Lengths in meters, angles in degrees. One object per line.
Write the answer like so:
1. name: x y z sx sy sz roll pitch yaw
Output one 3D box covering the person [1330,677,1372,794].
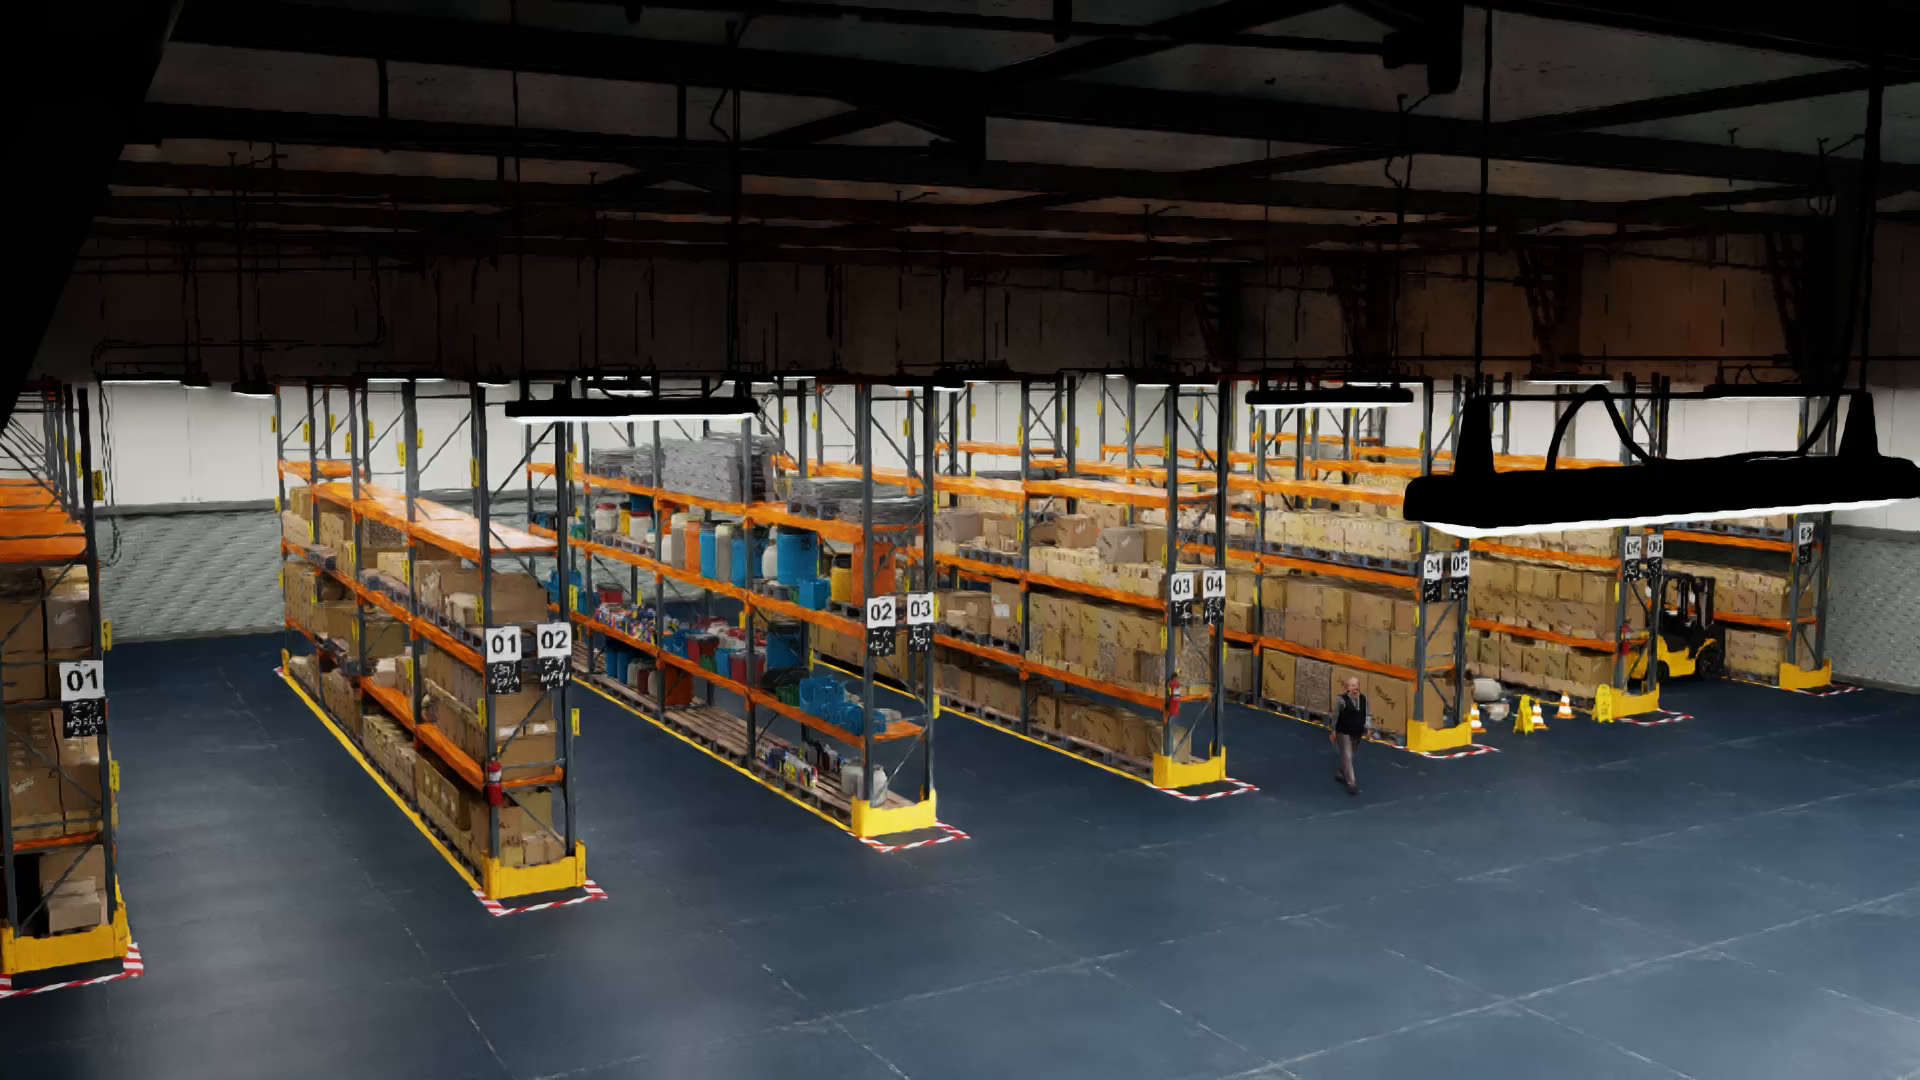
1. person: 5.752 2.828 24.378 0.540 1.661 1.021 -2 7 -20
